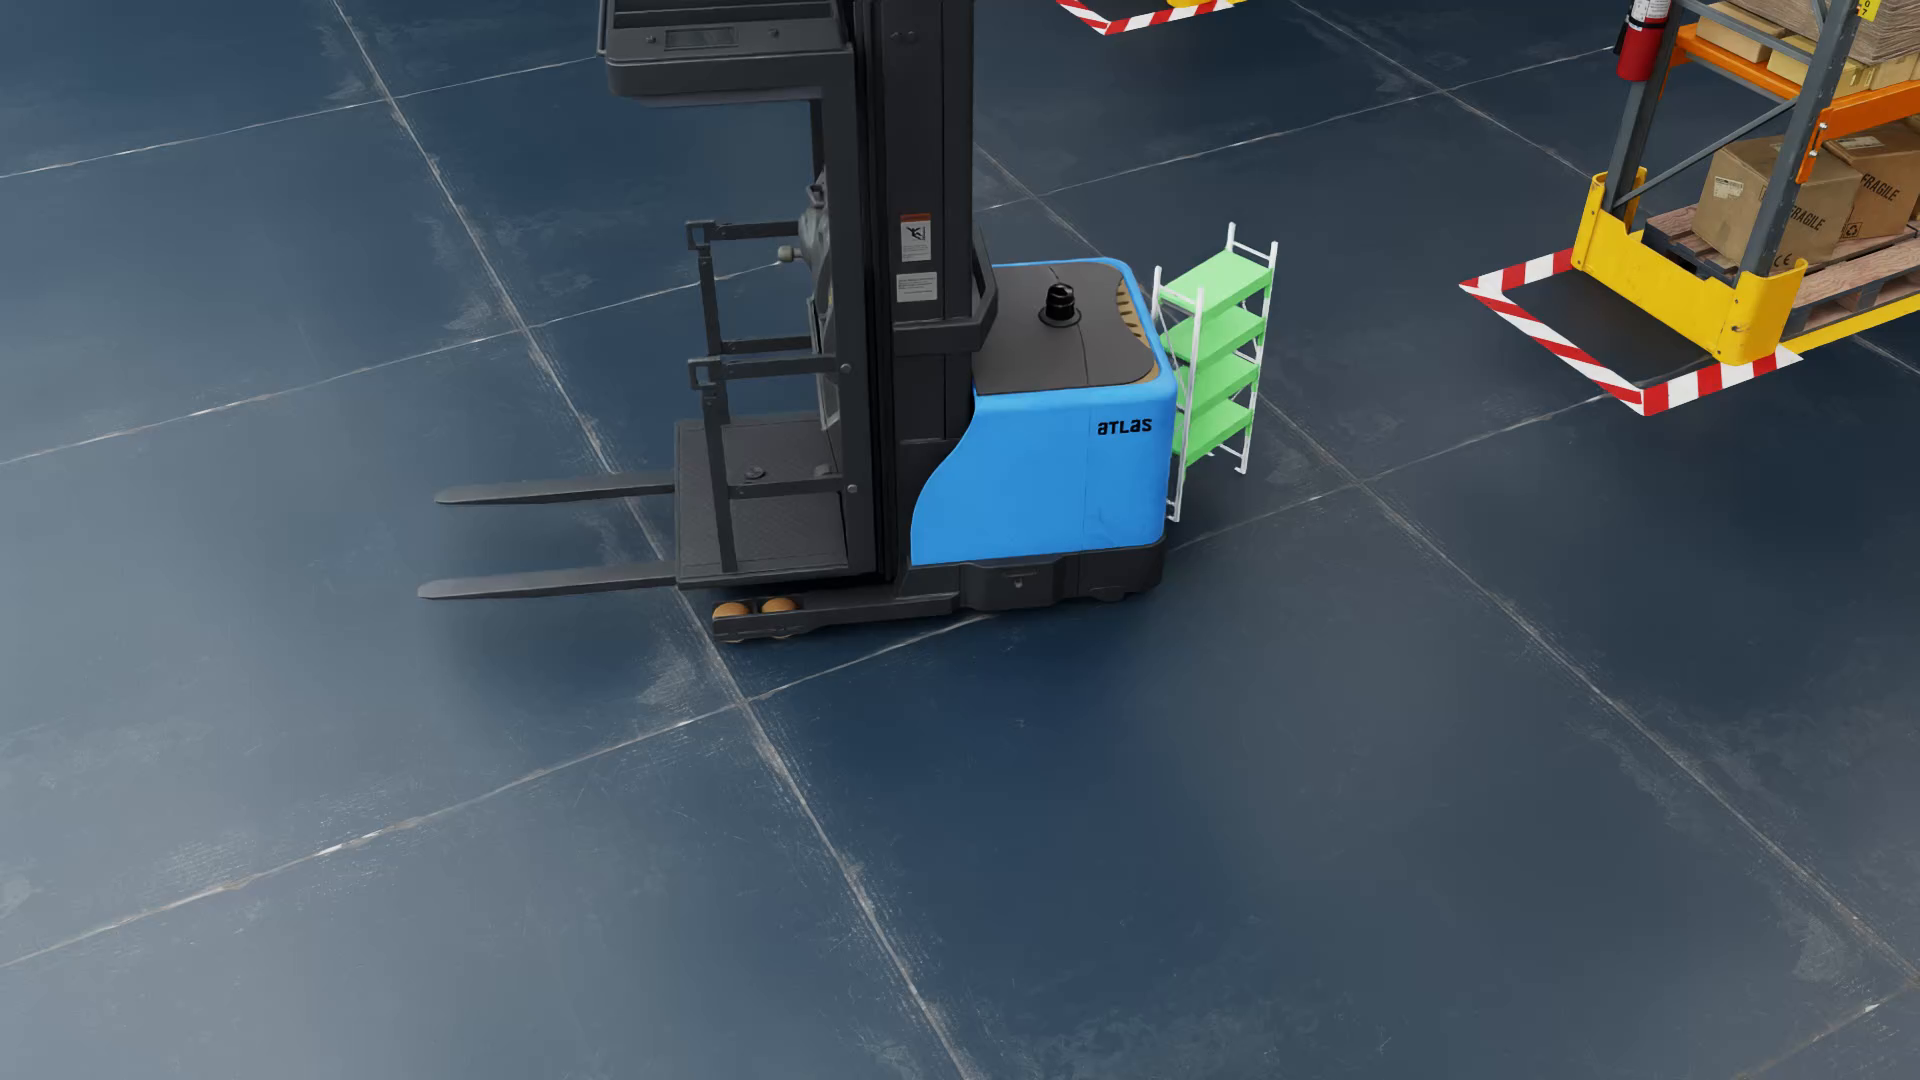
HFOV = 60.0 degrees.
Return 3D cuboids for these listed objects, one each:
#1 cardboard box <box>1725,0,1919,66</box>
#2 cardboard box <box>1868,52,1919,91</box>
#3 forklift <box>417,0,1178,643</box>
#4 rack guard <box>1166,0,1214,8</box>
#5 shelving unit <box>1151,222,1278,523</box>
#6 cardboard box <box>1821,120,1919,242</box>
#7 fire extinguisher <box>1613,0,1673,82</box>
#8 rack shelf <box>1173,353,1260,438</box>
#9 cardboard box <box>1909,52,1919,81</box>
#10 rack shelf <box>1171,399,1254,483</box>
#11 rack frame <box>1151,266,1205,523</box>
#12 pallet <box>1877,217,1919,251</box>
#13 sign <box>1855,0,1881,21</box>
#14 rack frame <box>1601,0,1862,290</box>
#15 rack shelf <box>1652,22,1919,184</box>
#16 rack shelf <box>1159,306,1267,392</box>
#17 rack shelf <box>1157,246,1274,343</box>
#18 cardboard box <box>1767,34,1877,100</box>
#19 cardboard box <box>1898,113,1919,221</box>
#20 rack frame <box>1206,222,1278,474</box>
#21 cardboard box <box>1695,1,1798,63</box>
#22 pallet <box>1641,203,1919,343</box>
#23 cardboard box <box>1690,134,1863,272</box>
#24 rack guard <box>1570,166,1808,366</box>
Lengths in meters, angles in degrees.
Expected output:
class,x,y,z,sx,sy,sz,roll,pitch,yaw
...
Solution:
class,x,y,z,sx,sy,sz,roll,pitch,yaw
cardboard box,4.146,-2.659,7.762,0.500,0.500,0.875,-19,44,-21
cardboard box,4.239,-2.275,7.810,0.250,0.149,0.380,-19,44,-21
forklift,-0.711,-1.066,6.241,3.031,2.935,1.130,-5,40,-6
rack guard,1.404,-4.292,11.934,0.348,0.500,1.175,-19,44,-21
shelving unit,1.047,-0.702,7.151,0.258,1.200,0.503,32,50,32
cardboard box,4.722,-1.940,8.829,0.500,0.500,0.500,-8,41,-9
fire extinguisher,3.331,-2.559,8.011,0.183,0.674,0.296,-19,44,-21
rack shelf,1.047,-0.653,7.192,0.258,0.148,0.480,32,50,32
cardboard box,4.468,-2.341,7.888,0.250,0.149,0.380,-19,44,-21
rack shelf,1.047,-0.470,7.347,0.258,0.148,0.480,32,50,32
rack frame,0.876,-0.590,7.018,0.240,1.200,0.015,32,50,32
pallet,5.531,-1.901,9.332,1.213,0.211,1.003,-19,44,-21
sign,3.897,-2.378,7.068,0.005,0.325,0.100,-19,44,-21
rack frame,3.646,-2.359,7.715,0.127,3.000,1.000,-19,44,-21
rack shelf,5.420,-2.681,8.652,4.000,0.370,1.077,-19,44,-21
rack shelf,1.047,-0.837,7.037,0.258,0.148,0.480,32,50,32
rack shelf,1.047,-1.020,6.882,0.258,0.148,0.480,32,50,32
cardboard box,4.009,-2.211,7.735,0.250,0.149,0.380,-19,44,-21
cardboard box,5.286,-2.116,9.037,0.500,0.500,0.500,-15,42,-17
rack frame,1.218,-0.815,7.284,0.240,1.200,0.015,32,50,32
cardboard box,3.803,-2.466,8.036,0.250,0.149,0.380,-19,44,-21
pallet,4.450,-1.539,8.905,1.213,0.211,1.003,-19,44,-21
cardboard box,4.207,-1.742,8.595,0.500,0.500,0.500,-11,41,-13
rack guard,3.713,-1.427,8.549,0.348,0.500,1.175,-19,44,-21
